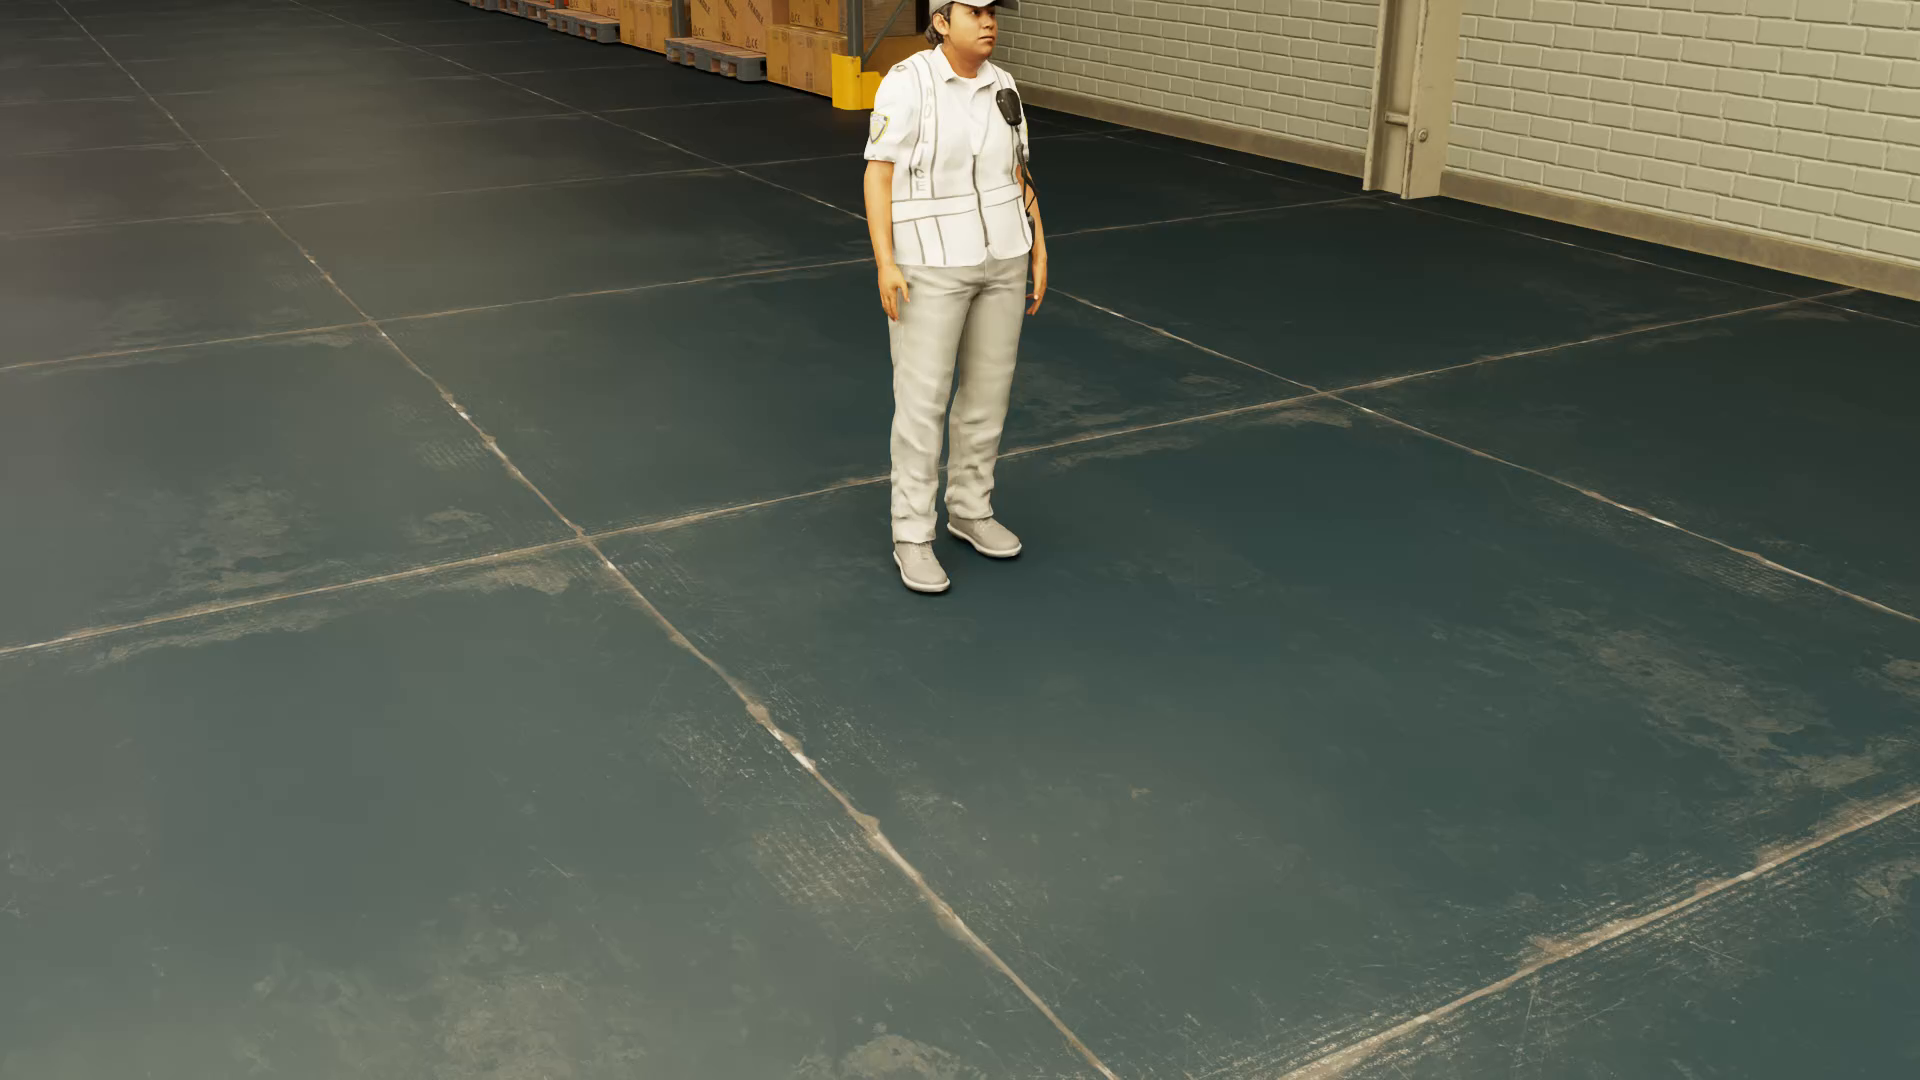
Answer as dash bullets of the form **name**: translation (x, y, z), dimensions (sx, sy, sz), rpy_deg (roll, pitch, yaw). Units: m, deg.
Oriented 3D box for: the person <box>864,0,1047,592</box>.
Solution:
- **person**: translation (0.018, -0.748, 4.743), dimensions (0.598, 1.670, 0.529), rpy_deg (-12, 25, -28)
